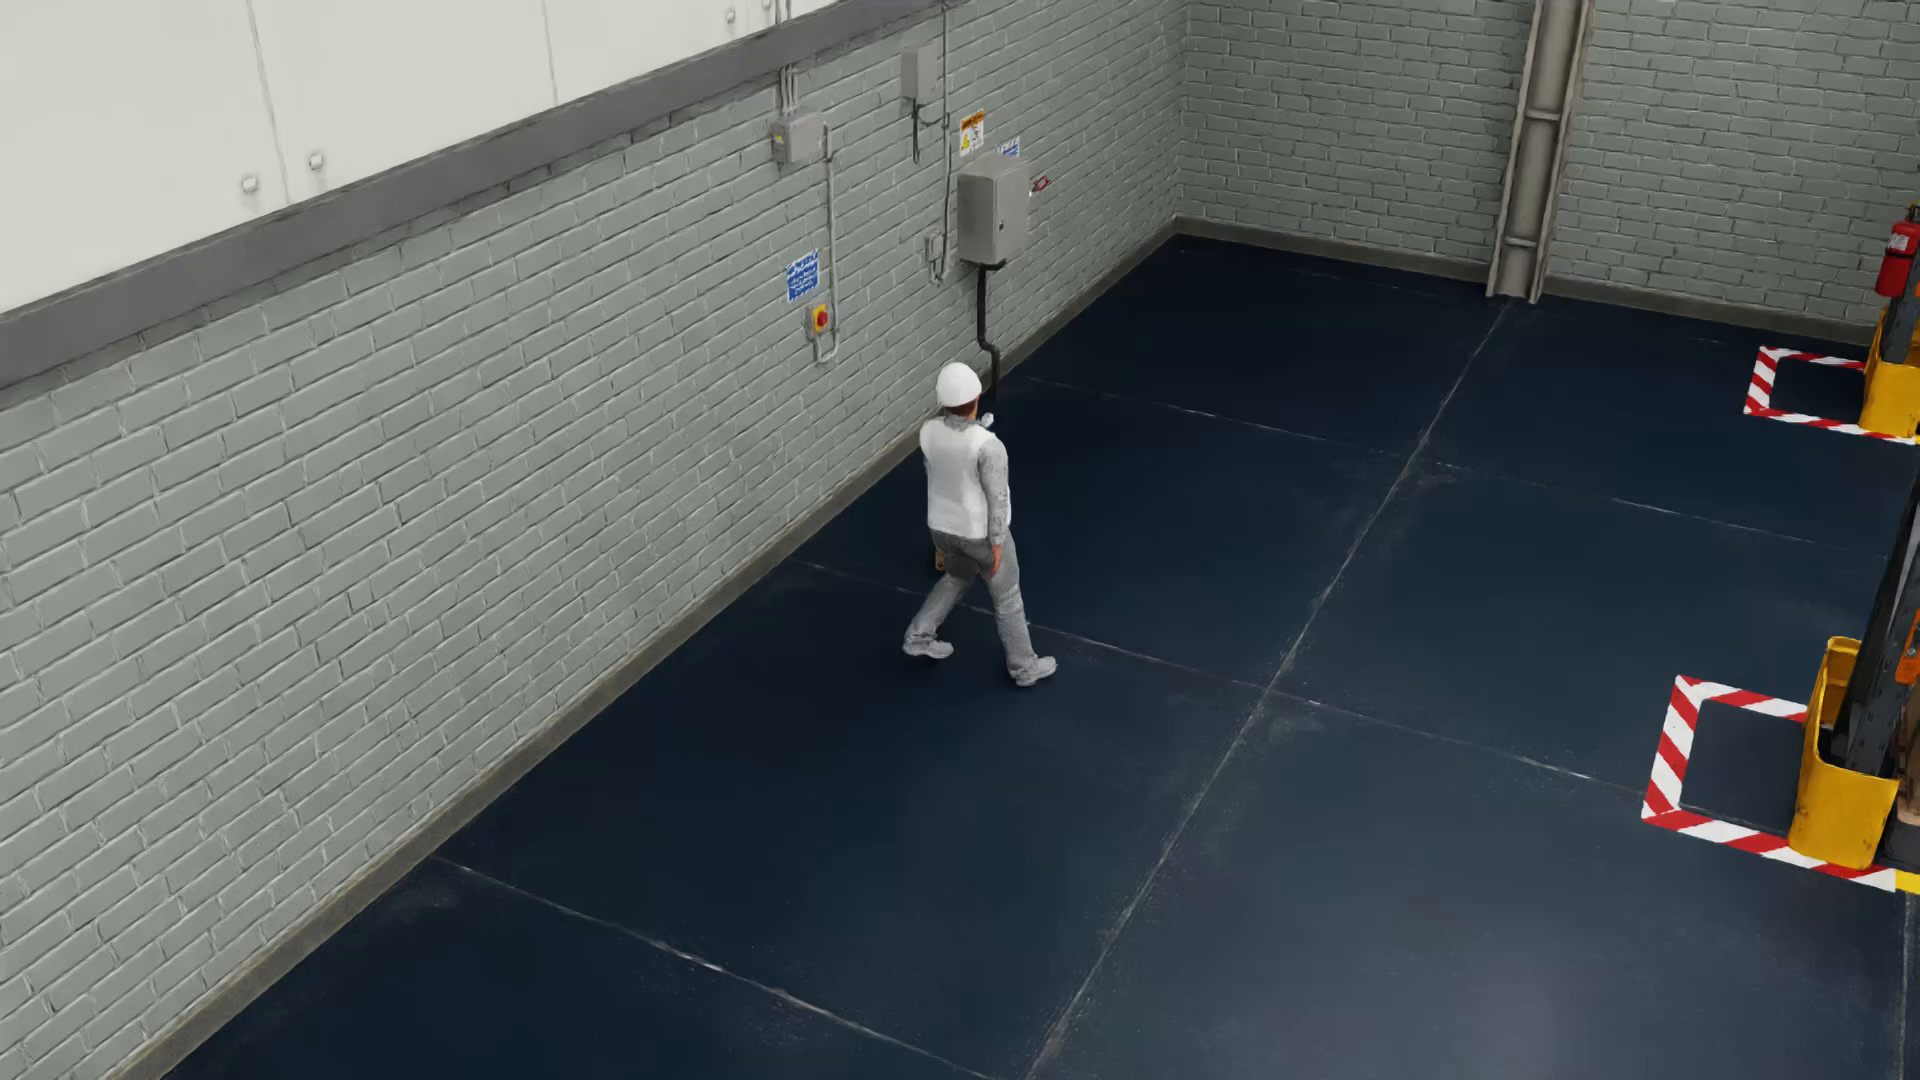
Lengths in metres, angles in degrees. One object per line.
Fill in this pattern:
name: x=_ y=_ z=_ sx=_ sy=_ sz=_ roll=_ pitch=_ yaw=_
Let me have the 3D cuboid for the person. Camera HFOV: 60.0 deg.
person: x=0.124 y=-0.067 z=8.423 sx=0.714 sy=1.740 sz=0.582 roll=17 pitch=34 yaw=26
